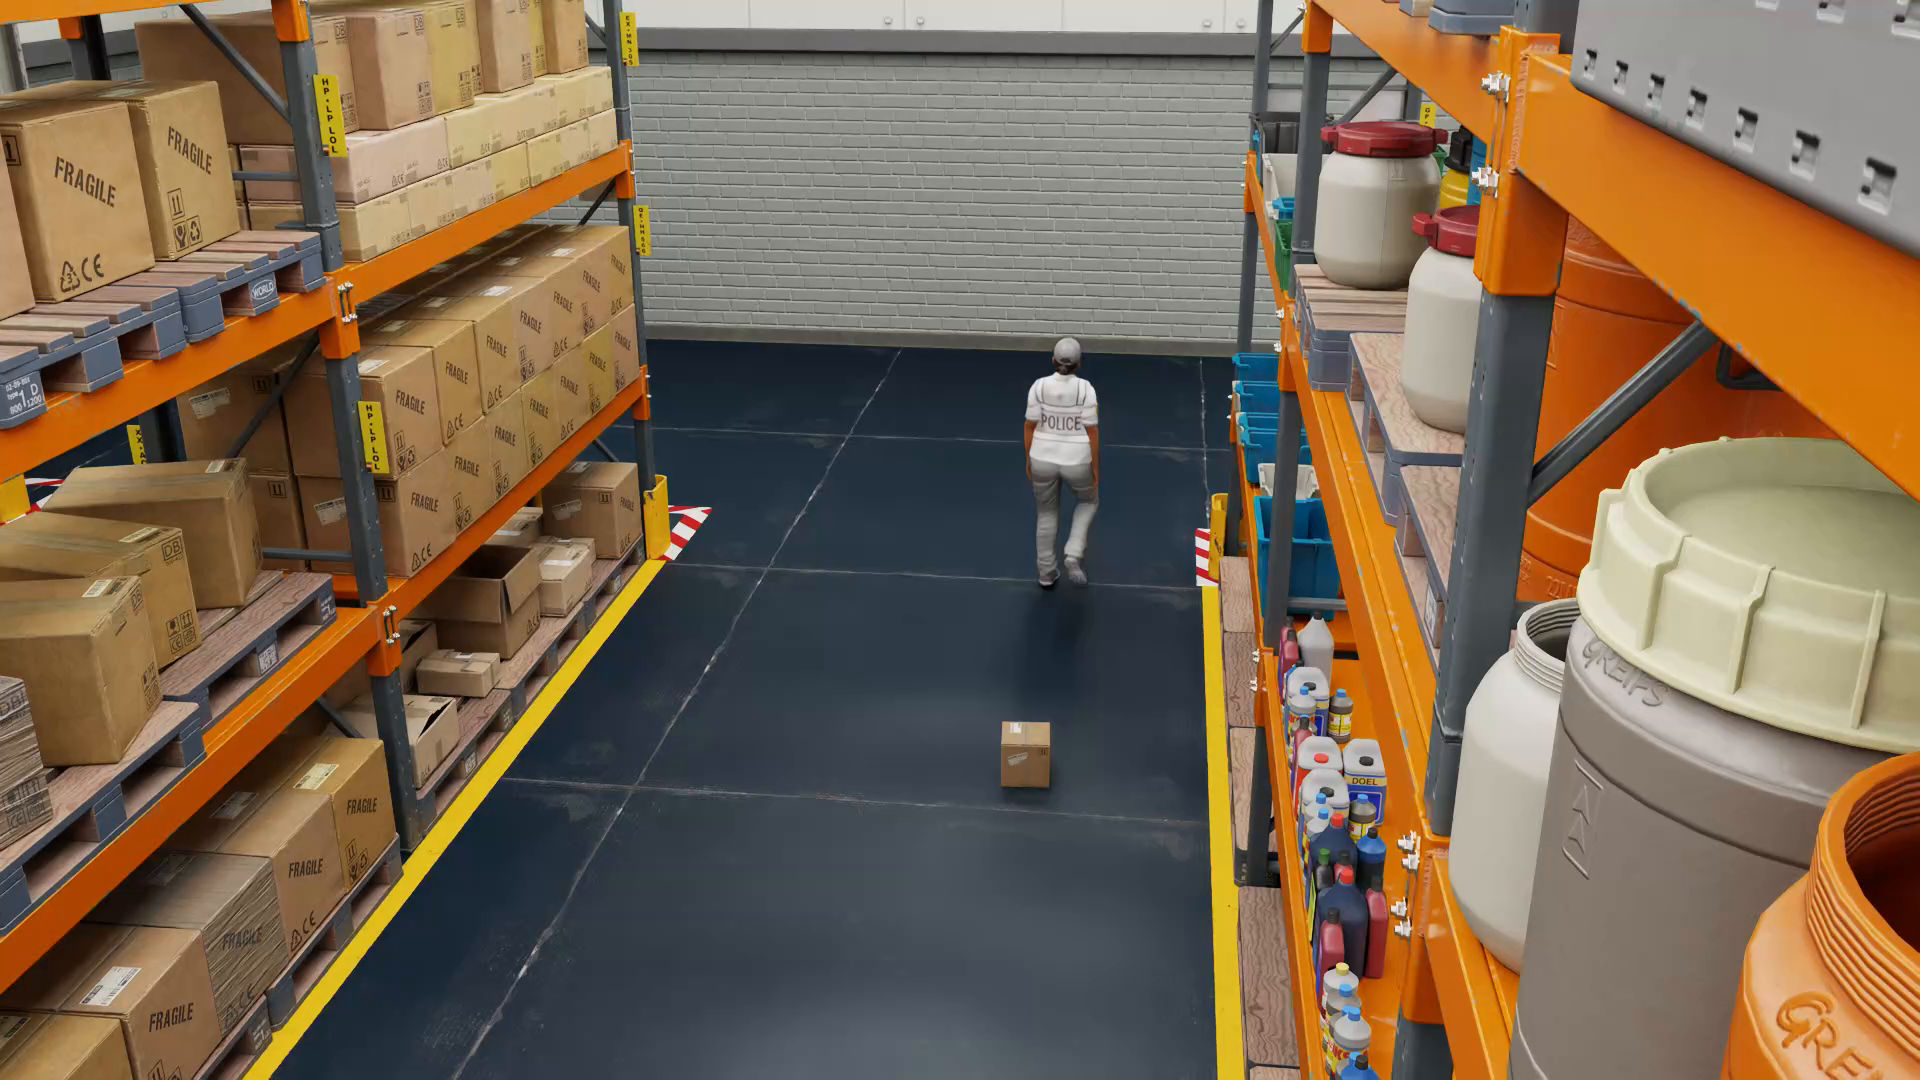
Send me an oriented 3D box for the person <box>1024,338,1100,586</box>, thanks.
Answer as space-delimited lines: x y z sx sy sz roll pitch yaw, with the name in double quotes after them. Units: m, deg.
0.669 -0.505 10.845 0.499 1.681 0.450 4 22 10 "person"
